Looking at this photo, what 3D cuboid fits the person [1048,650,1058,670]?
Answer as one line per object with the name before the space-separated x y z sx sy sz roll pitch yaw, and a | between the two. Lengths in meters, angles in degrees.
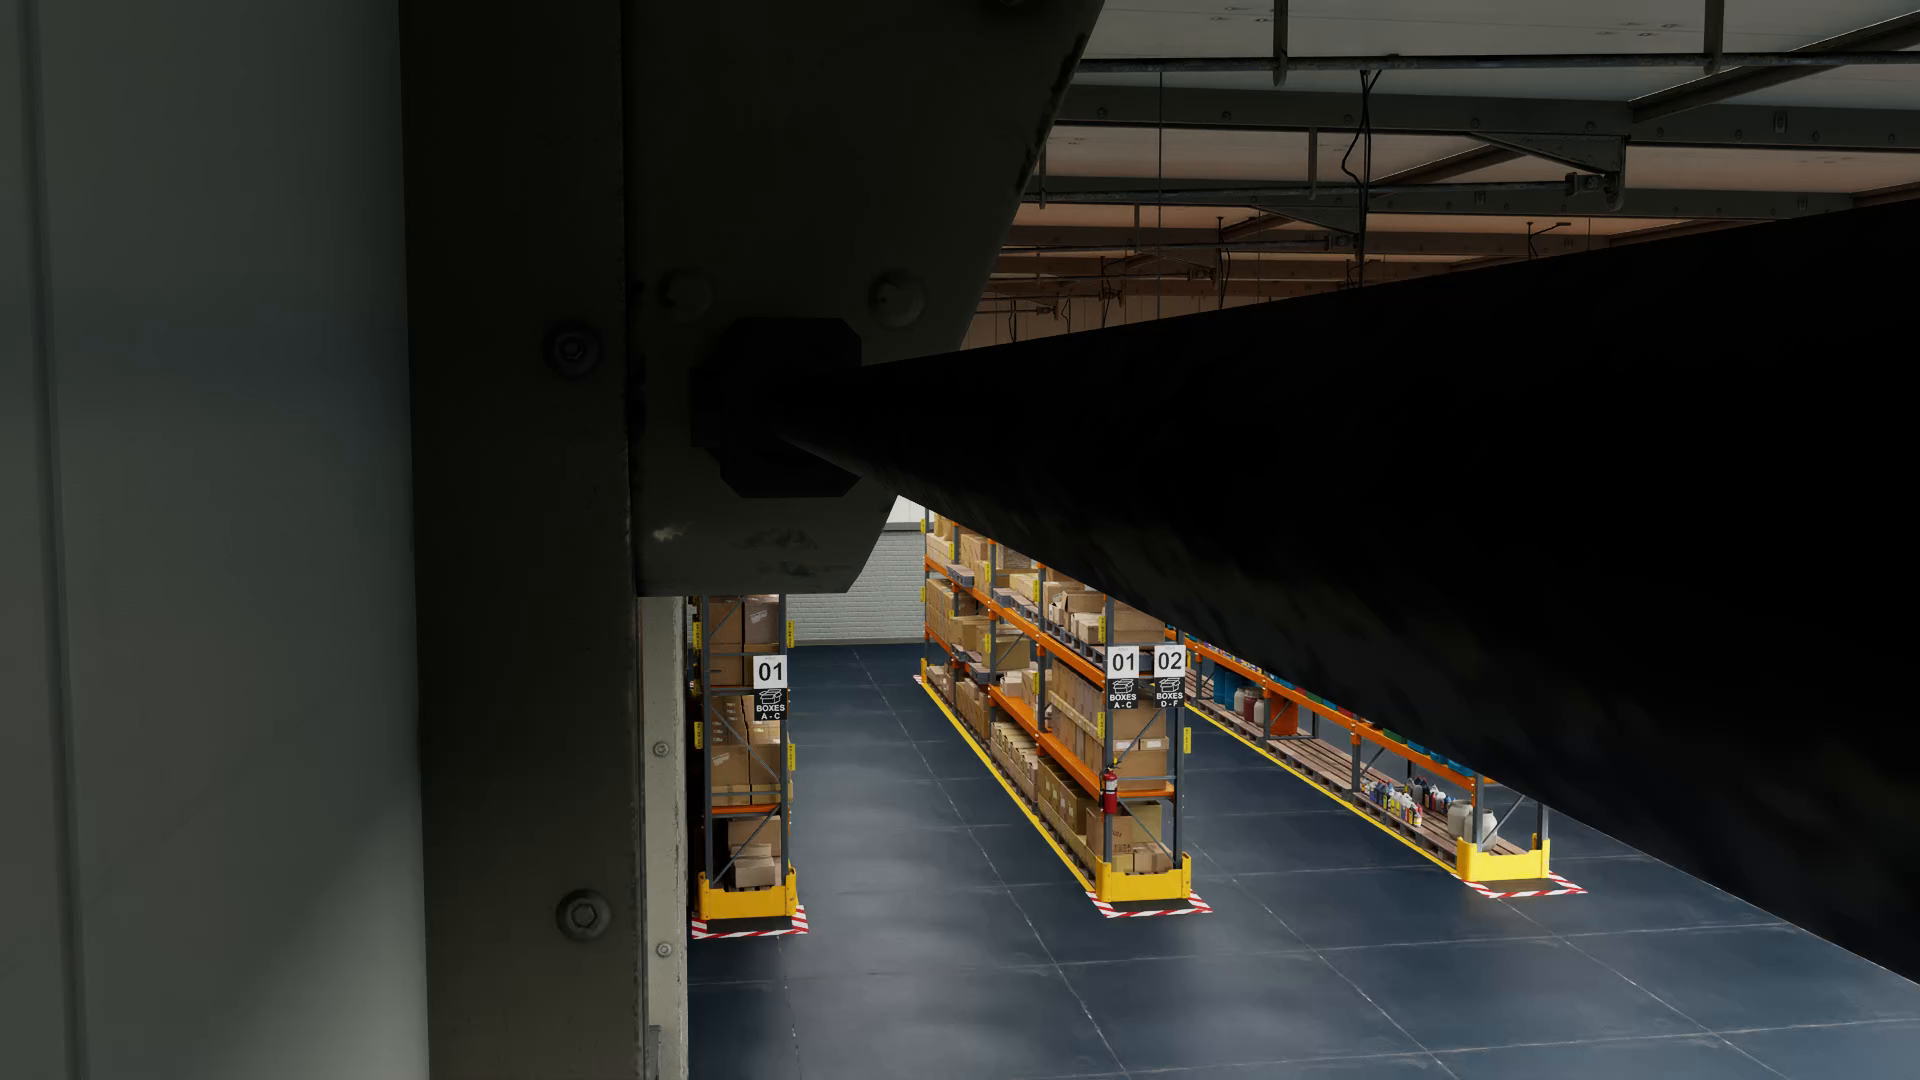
person | 1.894 2.188 35.098 0.582 1.633 0.490 -1 5 -13
